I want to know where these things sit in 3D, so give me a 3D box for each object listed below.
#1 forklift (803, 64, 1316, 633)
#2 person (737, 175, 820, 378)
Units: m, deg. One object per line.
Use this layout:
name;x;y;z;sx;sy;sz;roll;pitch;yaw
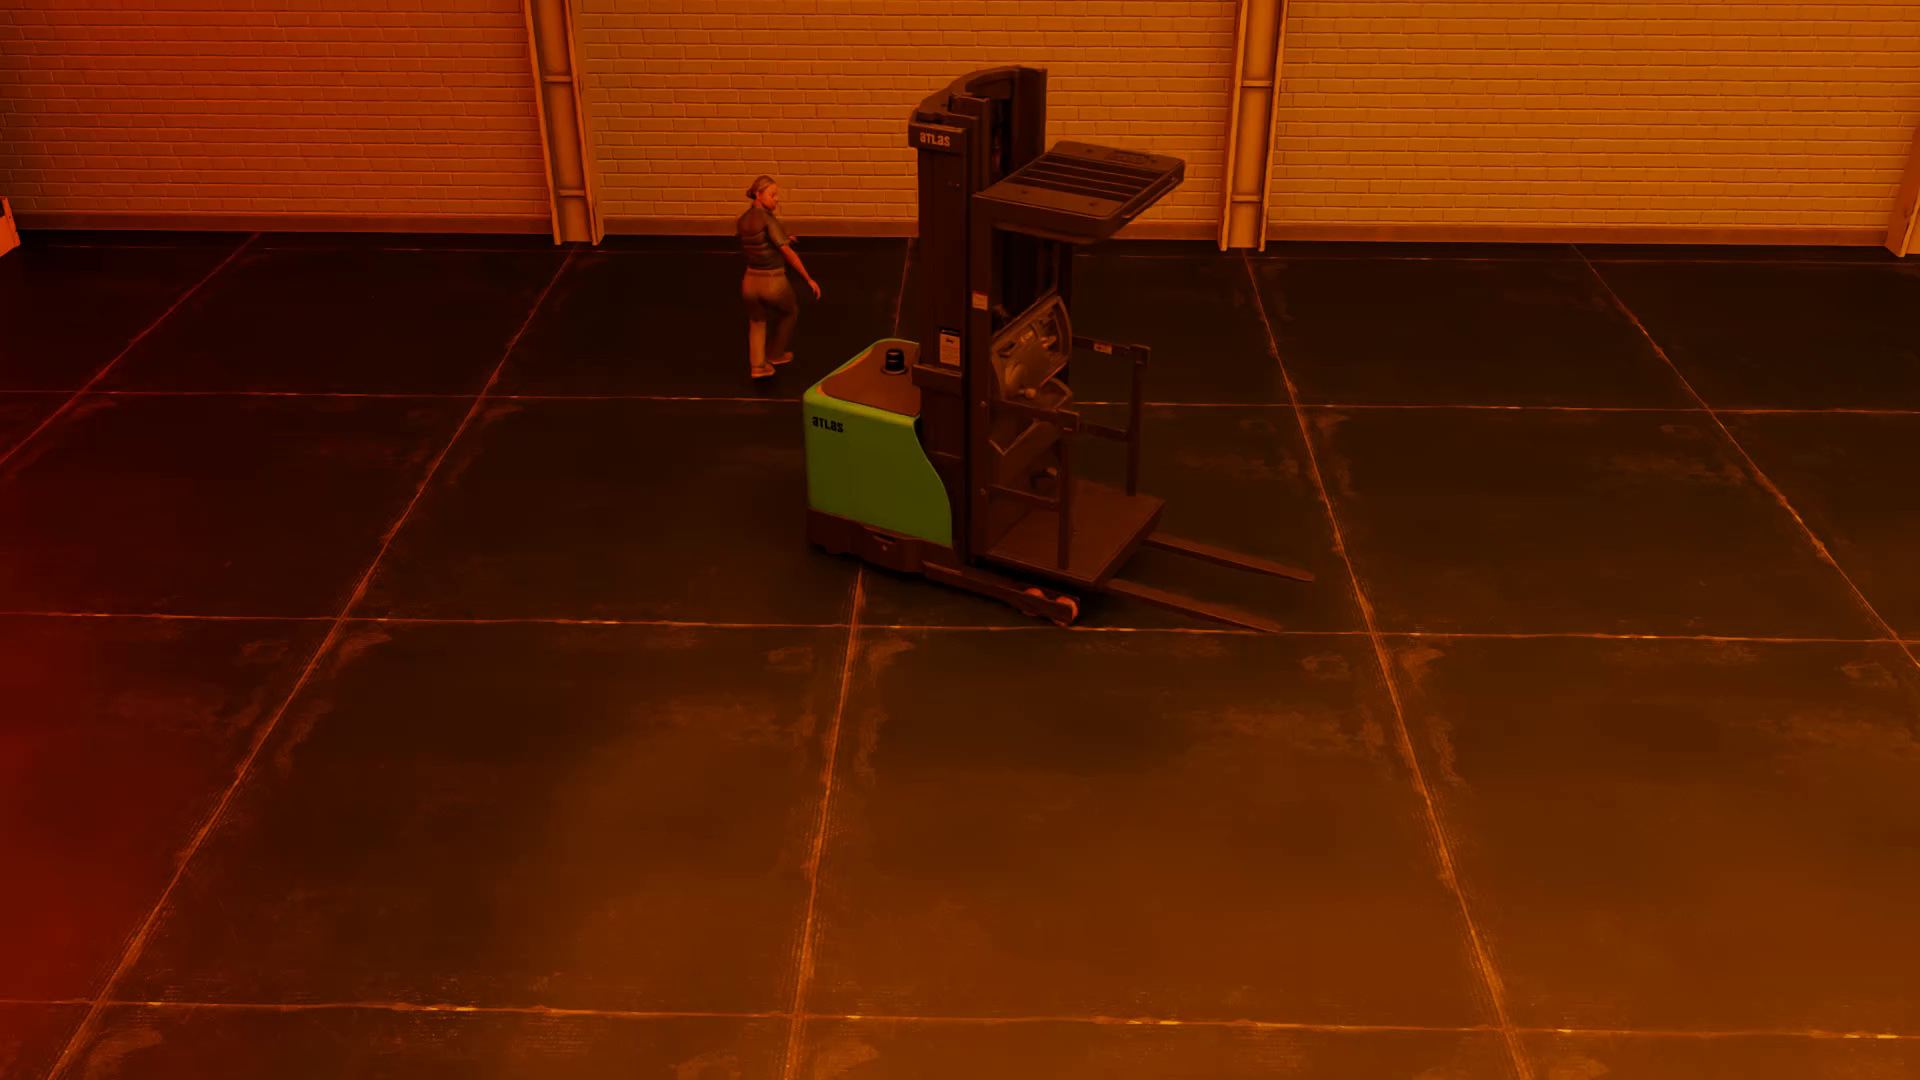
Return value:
forklift;0.590;-1.074;9.435;3.031;2.935;1.130;15;34;24
person;-1.302;-1.929;12.290;0.785;1.533;0.817;14;33;22
